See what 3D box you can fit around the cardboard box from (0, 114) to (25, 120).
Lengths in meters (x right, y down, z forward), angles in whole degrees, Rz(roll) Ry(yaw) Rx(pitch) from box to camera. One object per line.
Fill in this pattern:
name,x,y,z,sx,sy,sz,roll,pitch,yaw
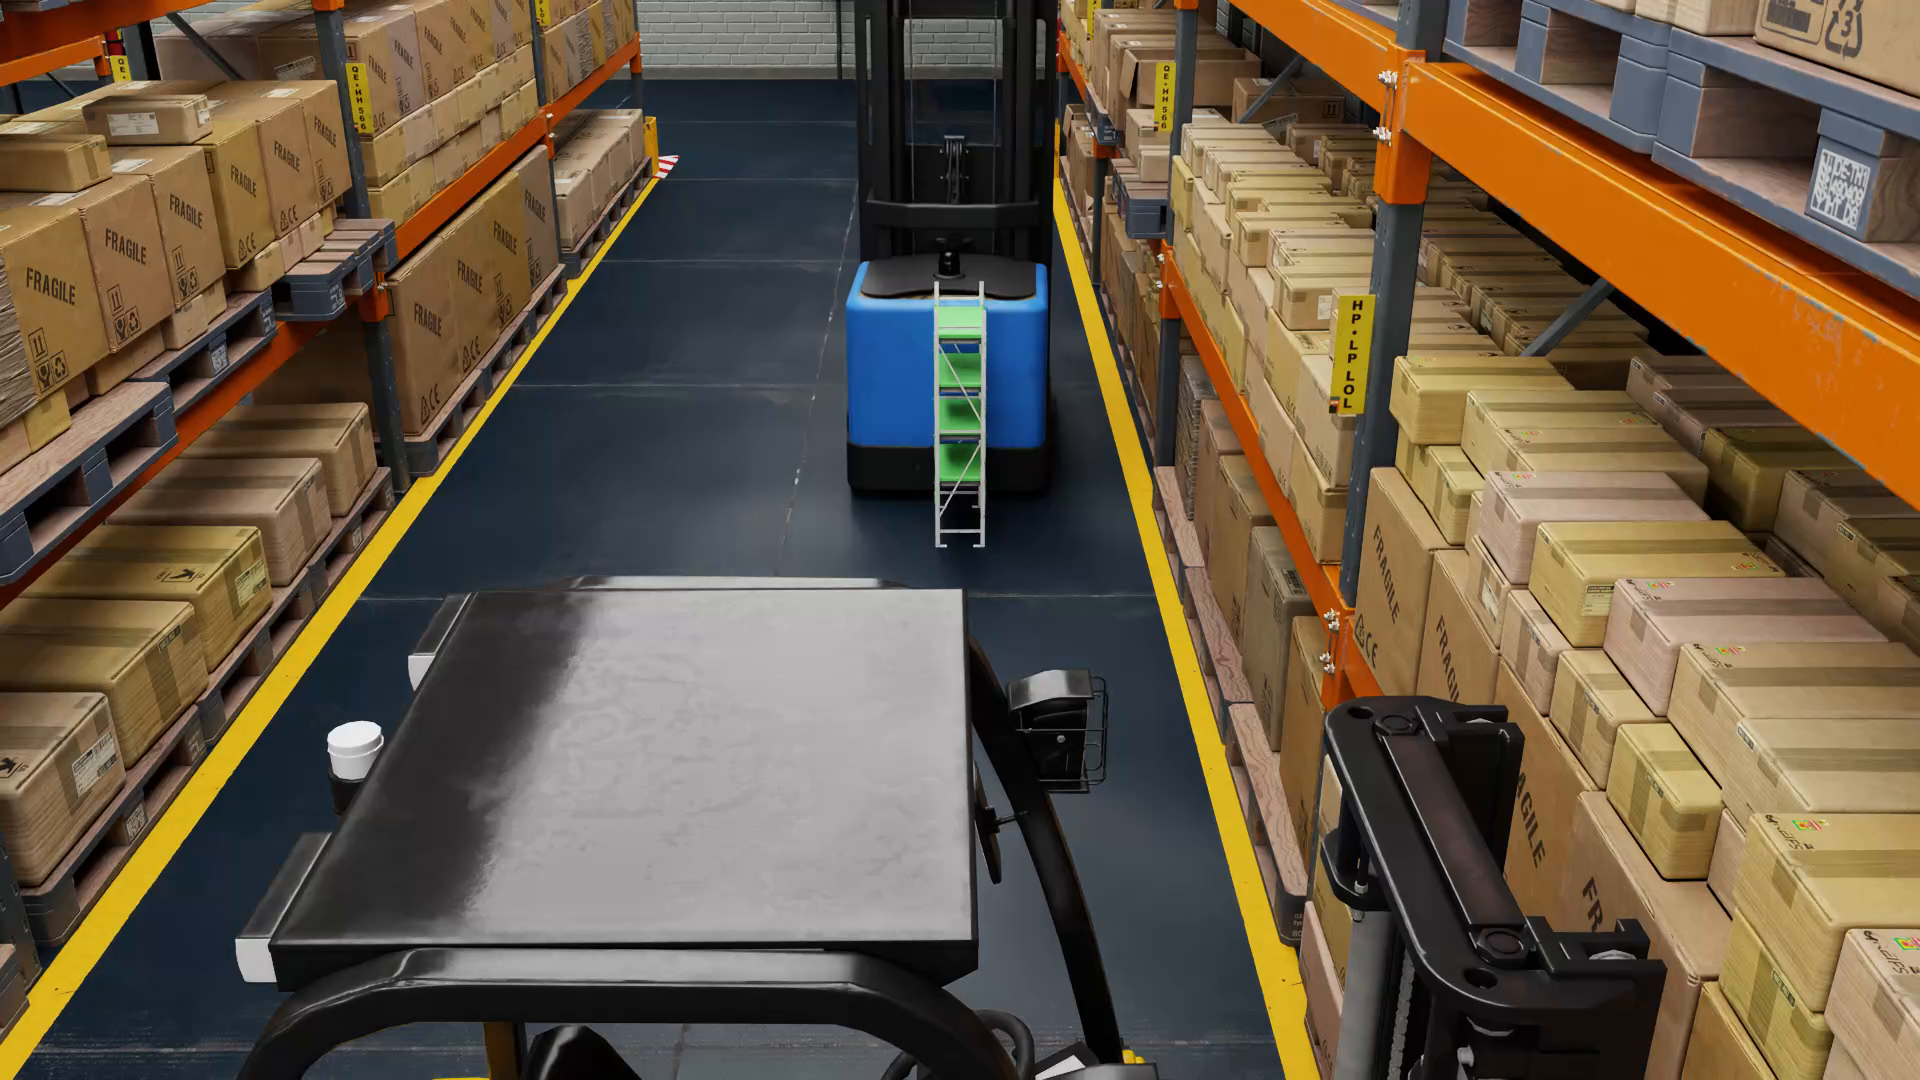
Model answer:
cardboard box,-8.800,-3.804,15.250,0.380,0.149,0.250,-1,24,-3

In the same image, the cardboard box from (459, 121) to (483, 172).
cardboard box,-3.216,-2.391,10.079,0.500,0.250,0.500,0,24,-1

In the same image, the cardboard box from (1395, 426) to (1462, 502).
cardboard box,1.317,-0.210,4.166,0.380,0.149,0.250,-1,24,-1

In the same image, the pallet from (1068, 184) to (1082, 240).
pallet,1.467,-2.814,14.217,1.003,0.211,1.213,0,24,-1

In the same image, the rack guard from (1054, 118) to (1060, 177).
rack guard,1.447,-3.776,15.992,1.175,0.500,0.348,0,24,-1

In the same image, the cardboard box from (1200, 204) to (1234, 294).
cardboard box,1.286,-1.203,6.845,0.500,0.250,0.500,-1,24,-2

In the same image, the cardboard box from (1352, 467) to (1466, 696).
cardboard box,1.320,0.137,4.186,0.500,0.500,0.500,-1,24,-2

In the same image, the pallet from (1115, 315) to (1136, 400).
pallet,1.552,-1.188,10.622,1.003,0.211,1.213,0,24,-1

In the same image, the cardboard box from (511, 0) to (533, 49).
cardboard box,-3.218,-3.592,11.218,0.500,0.500,0.500,1,24,1

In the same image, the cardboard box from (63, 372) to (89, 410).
cardboard box,-3.150,-0.503,5.517,0.380,0.149,0.250,1,24,3

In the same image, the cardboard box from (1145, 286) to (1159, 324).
cardboard box,1.240,-1.312,9.248,0.380,0.149,0.250,-1,24,-3

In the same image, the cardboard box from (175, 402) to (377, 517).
cardboard box,-3.434,-0.387,8.145,0.950,0.372,0.625,-2,24,-4

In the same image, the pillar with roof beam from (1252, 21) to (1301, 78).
pillar with roof beam,-1.922,-6.303,11.266,9.100,9.000,0.400,0,24,-1

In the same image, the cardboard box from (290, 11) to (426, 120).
cardboard box,-3.206,-2.536,8.882,0.500,0.500,0.500,0,24,0

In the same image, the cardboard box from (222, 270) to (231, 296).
cardboard box,-3.180,-1.034,6.691,0.380,0.149,0.250,0,24,0

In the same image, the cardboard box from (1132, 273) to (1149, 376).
cardboard box,1.310,-1.297,10.002,0.500,0.500,0.500,1,24,2

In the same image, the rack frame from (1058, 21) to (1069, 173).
rack frame,1.446,-4.946,15.546,1.000,3.000,0.127,0,24,-1

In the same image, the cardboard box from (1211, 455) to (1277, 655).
cardboard box,1.549,0.045,6.883,0.875,0.625,0.625,-1,24,-3

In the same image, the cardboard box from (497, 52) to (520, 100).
cardboard box,-3.213,-3.047,10.922,0.500,0.250,0.500,0,24,1

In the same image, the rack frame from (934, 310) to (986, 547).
rack frame,0.001,-0.514,7.931,0.240,1.200,0.015,0,24,-1

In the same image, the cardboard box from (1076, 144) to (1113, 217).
cardboard box,1.339,-2.966,13.692,0.700,0.500,0.500,-1,24,-3

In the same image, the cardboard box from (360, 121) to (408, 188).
cardboard box,-3.189,-1.995,8.597,0.500,0.250,0.500,0,24,-1

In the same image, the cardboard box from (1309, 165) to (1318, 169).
cardboard box,1.816,-1.625,7.779,0.500,0.250,0.500,0,24,1

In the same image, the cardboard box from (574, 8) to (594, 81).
cardboard box,-3.218,-3.927,13.170,0.500,0.500,0.500,0,24,0

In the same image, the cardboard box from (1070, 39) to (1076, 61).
cardboard box,1.139,-4.164,14.122,0.380,0.149,0.250,-1,24,-2

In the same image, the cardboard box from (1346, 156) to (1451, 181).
cardboard box,1.868,-1.543,7.112,0.380,0.149,0.250,-1,24,-2

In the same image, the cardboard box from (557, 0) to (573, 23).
cardboard box,-3.236,-4.181,12.519,0.500,0.500,0.500,-1,24,-1

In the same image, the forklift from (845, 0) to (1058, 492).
forklift,-0.012,-2.151,9.449,1.130,2.935,3.031,1,24,2

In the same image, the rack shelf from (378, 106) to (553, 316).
rack shelf,-3.452,-2.122,10.175,1.077,0.370,4.000,0,24,-1

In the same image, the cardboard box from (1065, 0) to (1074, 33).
cardboard box,1.187,-4.617,14.640,0.500,0.250,0.500,0,24,0

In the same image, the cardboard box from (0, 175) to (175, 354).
cardboard box,-3.103,-0.955,5.729,0.500,0.500,0.500,0,24,-1

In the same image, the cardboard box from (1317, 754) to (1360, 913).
cardboard box,1.268,0.805,4.443,0.500,0.250,0.500,-1,24,-1

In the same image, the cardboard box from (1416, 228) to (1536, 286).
cardboard box,1.826,-1.014,5.943,0.380,0.149,0.250,0,24,-1

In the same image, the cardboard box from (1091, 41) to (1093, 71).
cardboard box,1.240,-3.574,12.333,0.500,0.250,0.500,0,24,1

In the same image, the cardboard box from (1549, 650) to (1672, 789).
cardboard box,1.302,0.318,2.999,0.380,0.149,0.250,-1,24,-2

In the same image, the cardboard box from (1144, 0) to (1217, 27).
cardboard box,1.739,-4.322,13.076,0.500,0.500,0.500,-1,24,-2

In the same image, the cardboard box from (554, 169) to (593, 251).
cardboard box,-3.373,-2.557,12.864,0.875,0.438,0.875,-1,24,-1

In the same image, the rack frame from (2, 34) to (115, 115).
rack frame,-8.466,-4.858,15.352,1.000,3.000,0.127,0,24,-1

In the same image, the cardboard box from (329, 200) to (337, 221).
cardboard box,-3.191,-1.569,7.874,0.380,0.149,0.250,1,24,1

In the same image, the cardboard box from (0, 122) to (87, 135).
cardboard box,-3.632,-1.378,6.666,0.500,0.500,0.500,0,24,0

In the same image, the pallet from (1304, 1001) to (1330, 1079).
pallet,1.543,1.597,4.463,1.003,0.211,1.213,0,24,-1

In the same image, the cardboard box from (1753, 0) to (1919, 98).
cardboard box,1.492,-0.849,2.091,0.797,0.503,0.637,1,24,1

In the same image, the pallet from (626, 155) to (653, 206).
pallet,-3.431,-3.323,15.340,1.003,0.211,1.213,0,24,-1

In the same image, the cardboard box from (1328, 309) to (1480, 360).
cardboard box,1.330,-0.589,5.003,0.380,0.149,0.250,-1,24,-1

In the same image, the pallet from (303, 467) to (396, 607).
pallet,-3.423,-0.033,8.067,1.003,0.211,1.213,0,24,-1

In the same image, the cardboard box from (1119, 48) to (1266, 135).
cardboard box,1.330,-2.560,9.635,0.797,0.503,0.637,-1,24,-2

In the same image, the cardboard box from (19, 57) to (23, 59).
cardboard box,-8.198,-4.191,14.182,0.380,0.149,0.250,-1,24,-3

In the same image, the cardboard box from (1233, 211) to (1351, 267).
cardboard box,1.227,-1.118,6.173,0.380,0.149,0.250,-1,24,-2

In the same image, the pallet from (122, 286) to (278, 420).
pallet,-3.368,-0.723,6.441,1.003,0.211,1.213,0,24,-1

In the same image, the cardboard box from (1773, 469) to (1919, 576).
cardboard box,1.925,-0.032,3.412,0.380,0.149,0.250,-1,24,-2

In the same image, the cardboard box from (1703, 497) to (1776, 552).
cardboard box,1.869,0.001,3.700,0.380,0.149,0.250,0,24,1

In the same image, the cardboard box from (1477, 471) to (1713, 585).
cardboard box,1.289,-0.026,3.399,0.380,0.149,0.250,0,24,1

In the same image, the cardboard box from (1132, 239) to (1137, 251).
cardboard box,1.304,-1.959,10.678,0.380,0.149,0.250,1,24,1

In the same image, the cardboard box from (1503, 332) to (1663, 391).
cardboard box,1.787,-0.488,4.781,0.380,0.149,0.250,-1,24,-2

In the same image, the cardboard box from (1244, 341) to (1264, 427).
cardboard box,1.324,-0.551,6.011,0.500,0.250,0.500,0,24,0

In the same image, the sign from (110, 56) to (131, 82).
sign,-3.985,-2.150,7.958,0.100,0.325,0.005,0,24,-1

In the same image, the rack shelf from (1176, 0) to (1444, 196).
rack shelf,1.555,-1.864,5.965,1.077,0.370,4.000,0,24,-1

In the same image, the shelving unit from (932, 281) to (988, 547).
shelving unit,-0.002,-0.615,8.154,0.258,1.200,0.503,0,24,-1

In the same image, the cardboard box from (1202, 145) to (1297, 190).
cardboard box,1.275,-1.642,7.333,0.380,0.149,0.250,0,24,1

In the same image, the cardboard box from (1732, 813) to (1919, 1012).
cardboard box,1.292,0.498,2.239,0.380,0.149,0.250,0,24,0
